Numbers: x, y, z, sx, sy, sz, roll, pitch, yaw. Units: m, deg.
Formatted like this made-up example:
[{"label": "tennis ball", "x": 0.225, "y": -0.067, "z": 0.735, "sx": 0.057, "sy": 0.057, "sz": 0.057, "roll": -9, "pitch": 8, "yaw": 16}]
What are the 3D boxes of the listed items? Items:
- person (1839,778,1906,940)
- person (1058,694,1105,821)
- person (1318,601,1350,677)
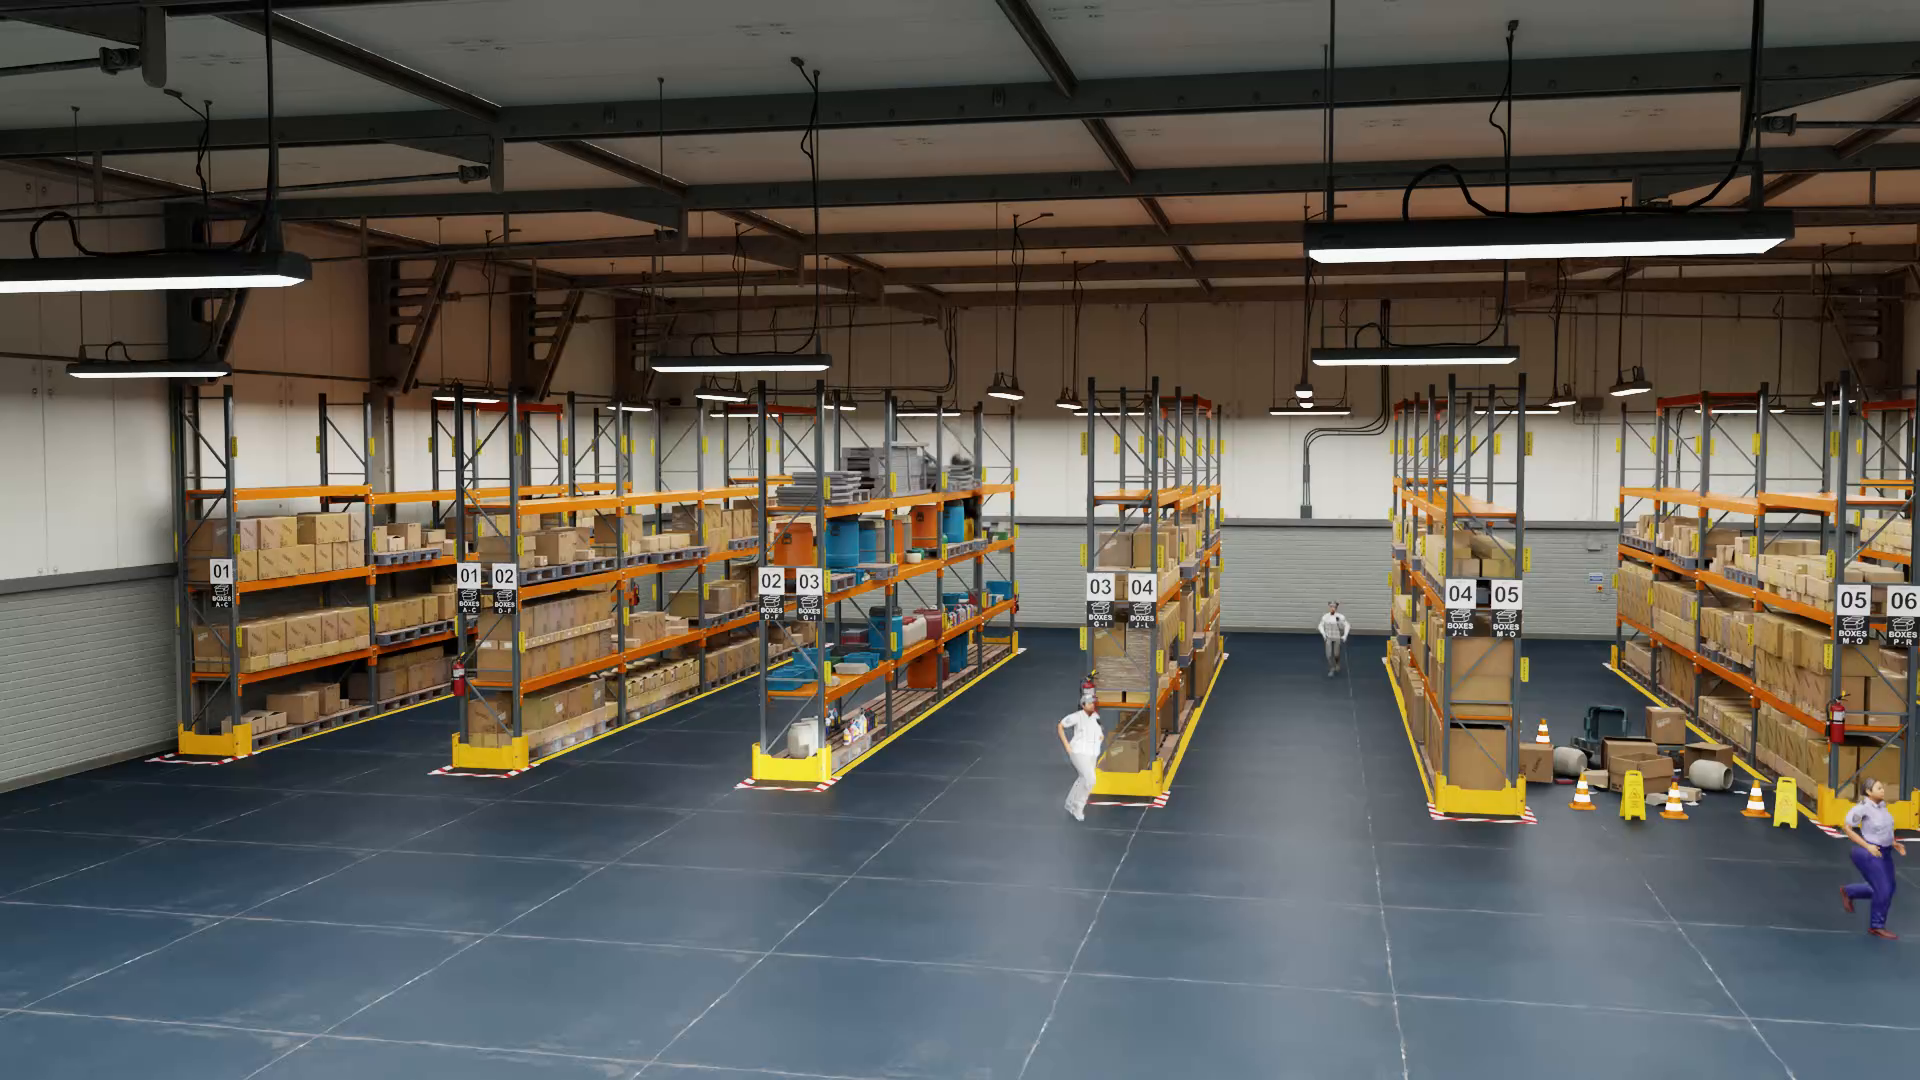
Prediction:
[{"label": "person", "x": 9.355, "y": 3.253, "z": 17.136, "sx": 0.608, "sy": 1.621, "sz": 0.661, "roll": -2, "pitch": 4, "yaw": -33}, {"label": "person", "x": 1.694, "y": 2.926, "z": 22.514, "sx": 0.606, "sy": 1.687, "sz": 0.648, "roll": -3, "pitch": 4, "yaw": -43}, {"label": "person", "x": 8.153, "y": 2.146, "z": 36.295, "sx": 0.664, "sy": 1.654, "sz": 0.575, "roll": 1, "pitch": 3, "yaw": 19}]
